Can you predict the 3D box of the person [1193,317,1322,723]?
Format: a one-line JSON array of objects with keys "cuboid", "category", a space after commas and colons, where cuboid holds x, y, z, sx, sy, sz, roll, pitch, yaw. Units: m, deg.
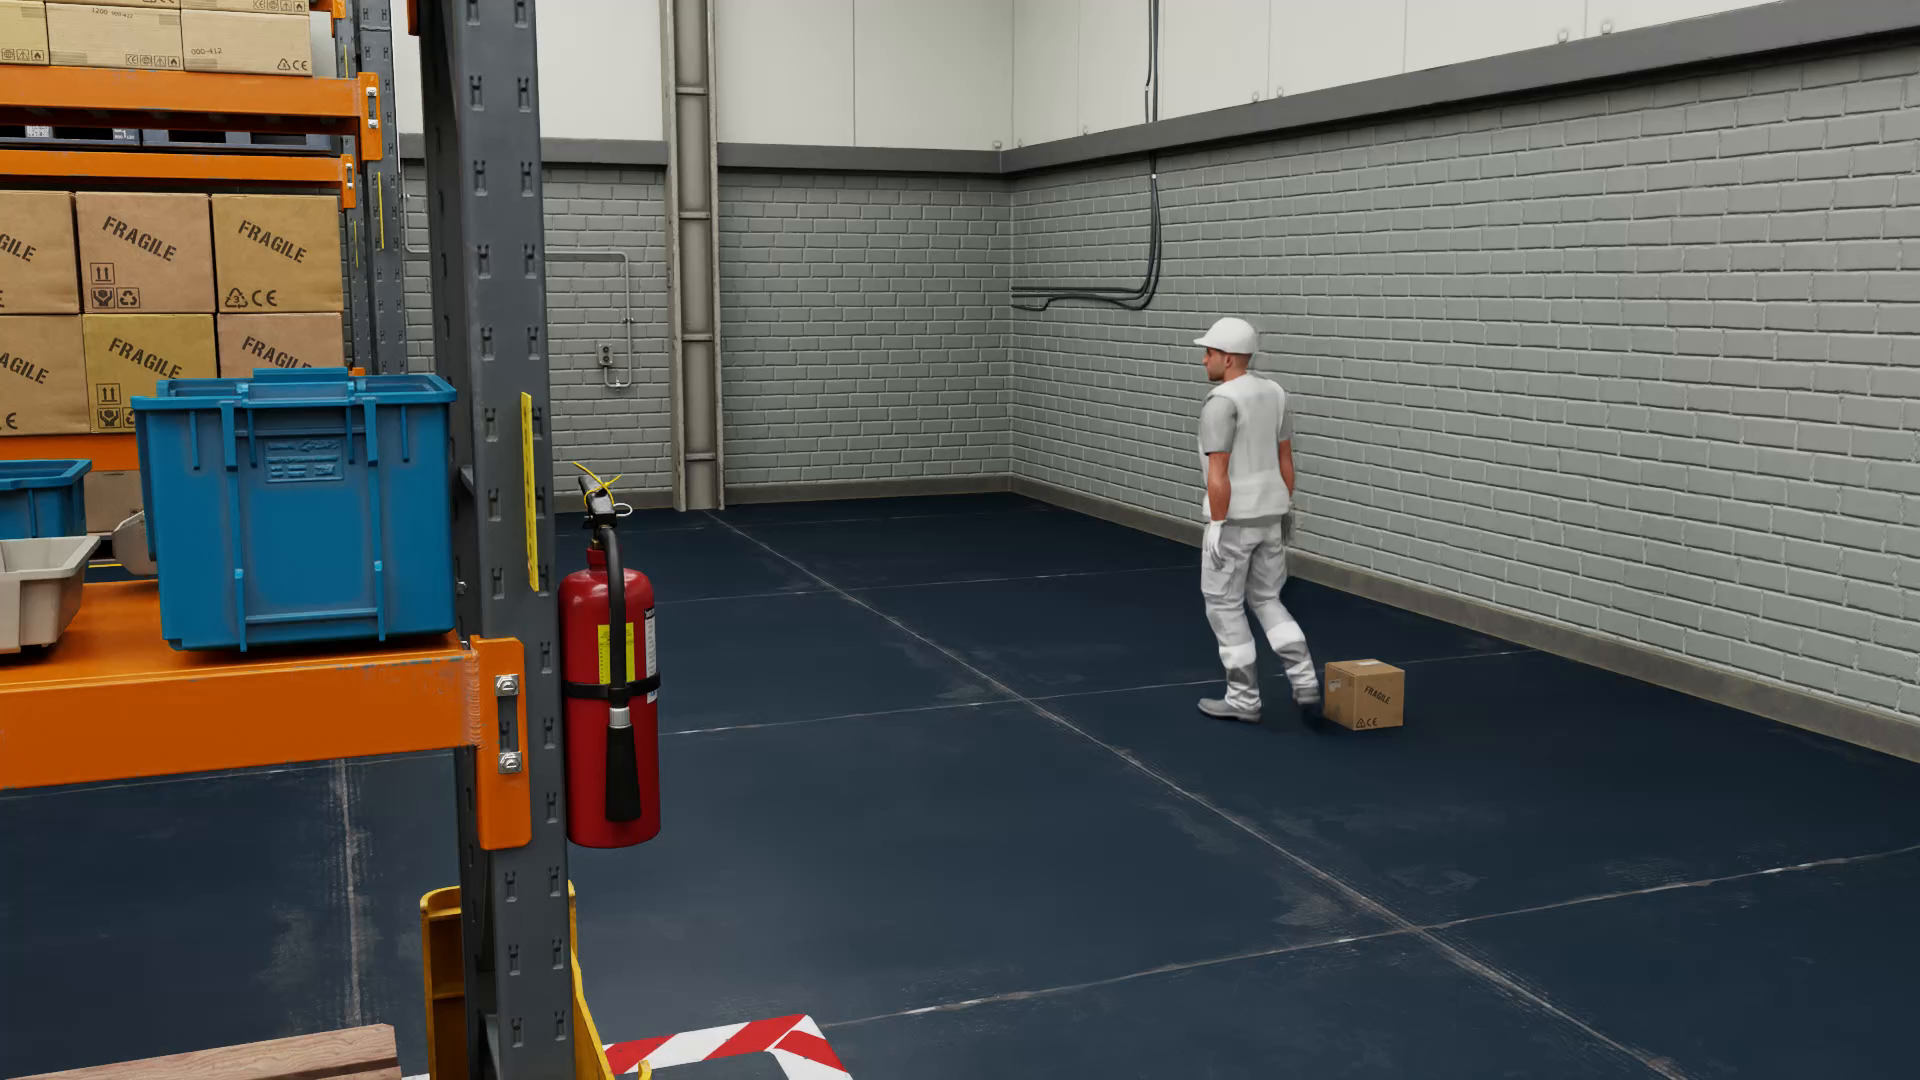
[{"cuboid": [1.303, -0.076, 7.271, 0.585, 1.777, 0.578, -7, 11, -40], "category": "person"}]
